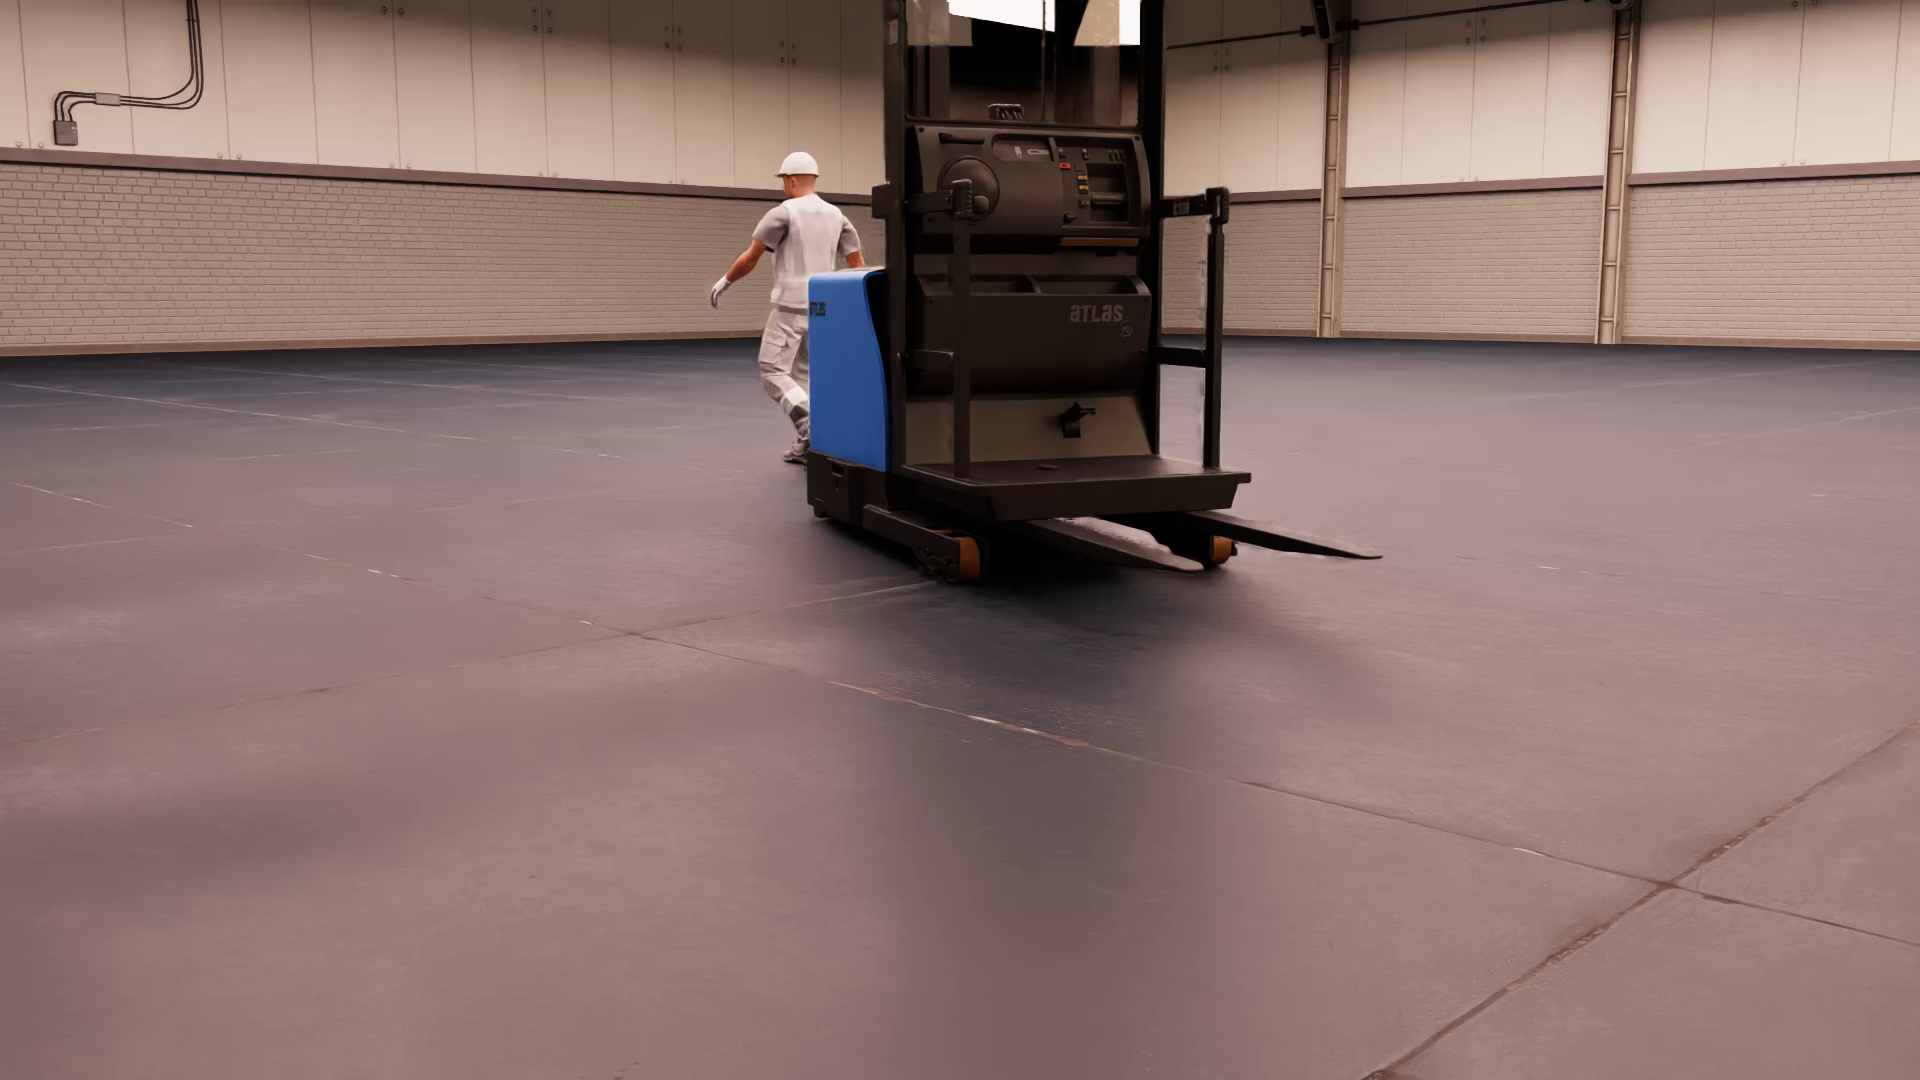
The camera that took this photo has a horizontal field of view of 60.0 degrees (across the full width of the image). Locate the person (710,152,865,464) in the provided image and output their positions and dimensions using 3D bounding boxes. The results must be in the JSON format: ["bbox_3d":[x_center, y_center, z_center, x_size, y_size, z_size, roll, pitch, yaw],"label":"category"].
[{"bbox_3d":[-0.892,-1.305,9.462,0.683,1.764,0.880,8,12,44],"label":"person"}]

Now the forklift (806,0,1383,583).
[{"bbox_3d":[0.360,-1.370,5.975,1.130,2.935,3.031,-4,9,-22],"label":"forklift"}]
